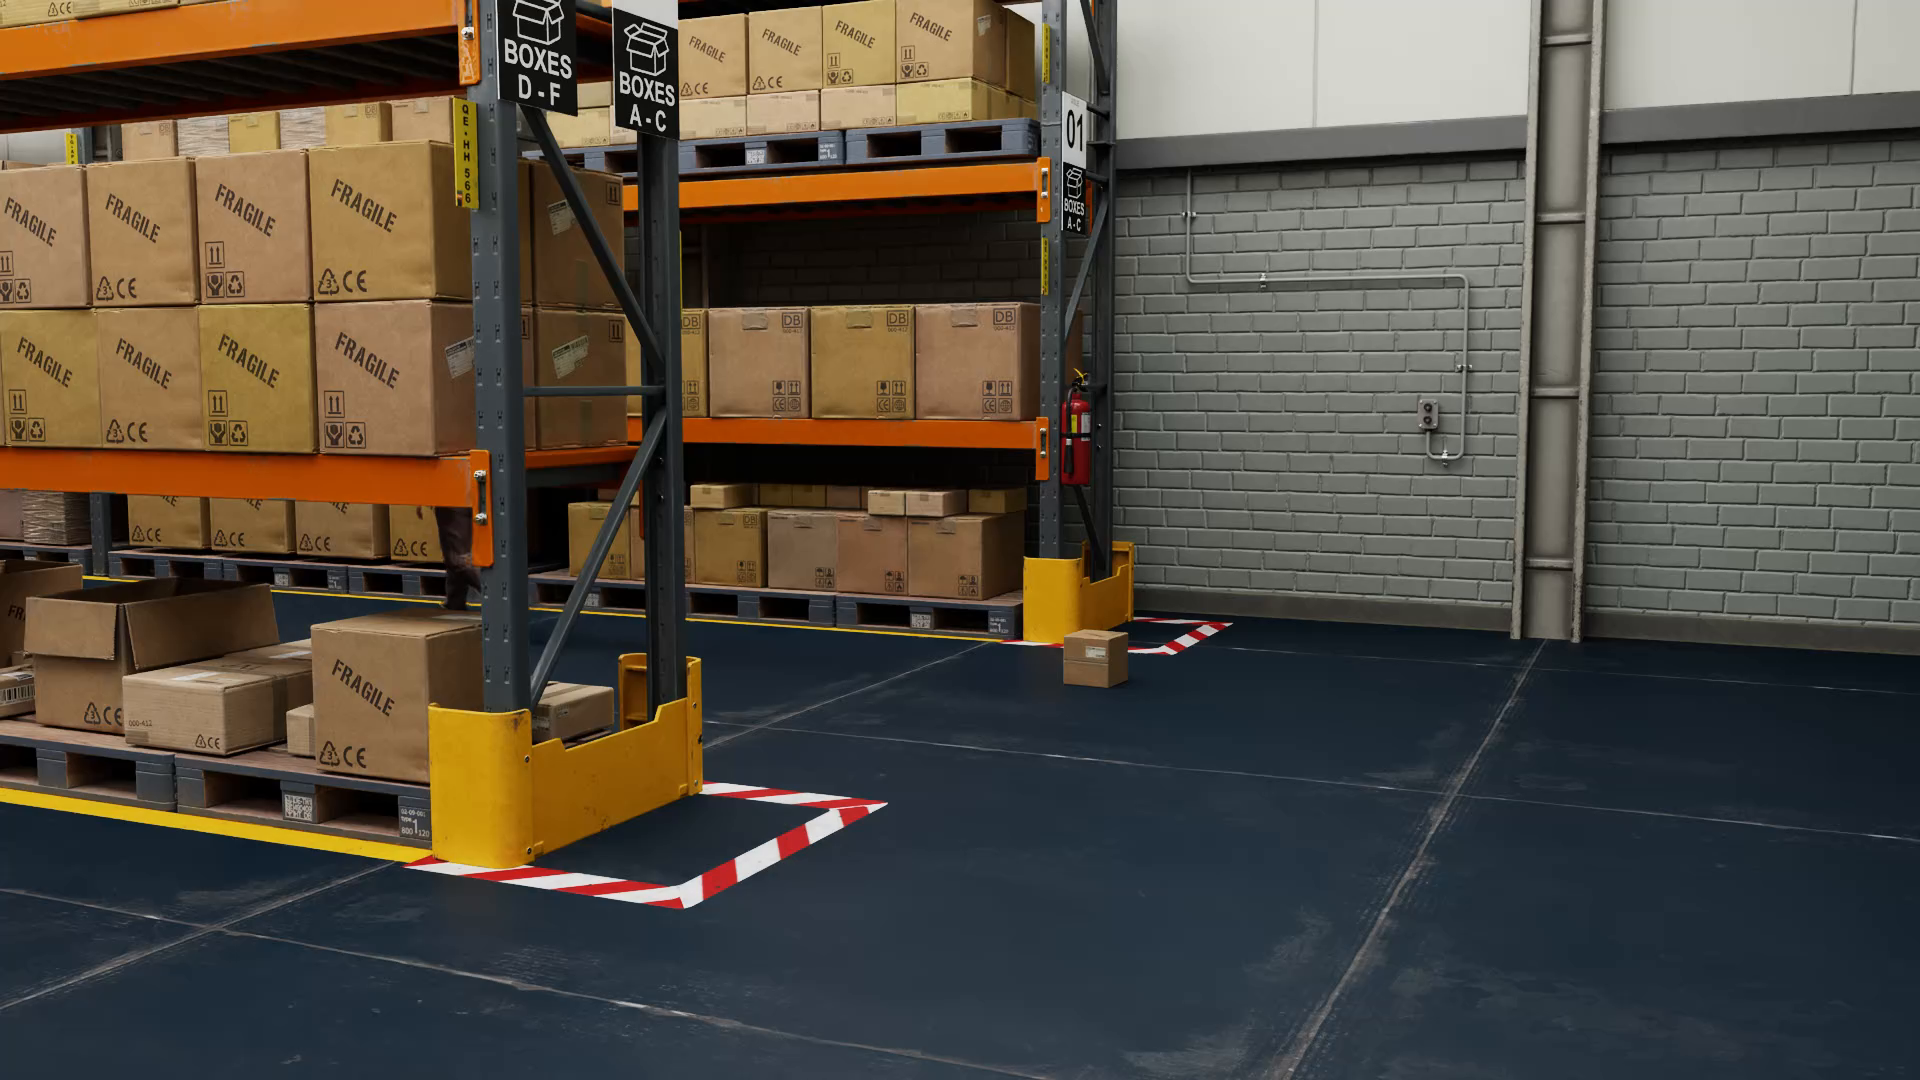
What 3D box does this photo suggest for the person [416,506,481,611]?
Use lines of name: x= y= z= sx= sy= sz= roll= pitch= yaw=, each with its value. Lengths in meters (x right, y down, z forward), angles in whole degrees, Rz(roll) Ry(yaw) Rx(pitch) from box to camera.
person: x=-2.977 y=-0.278 z=10.027 sx=0.923 sy=1.691 sz=0.551 roll=3 pitch=6 yaw=30
